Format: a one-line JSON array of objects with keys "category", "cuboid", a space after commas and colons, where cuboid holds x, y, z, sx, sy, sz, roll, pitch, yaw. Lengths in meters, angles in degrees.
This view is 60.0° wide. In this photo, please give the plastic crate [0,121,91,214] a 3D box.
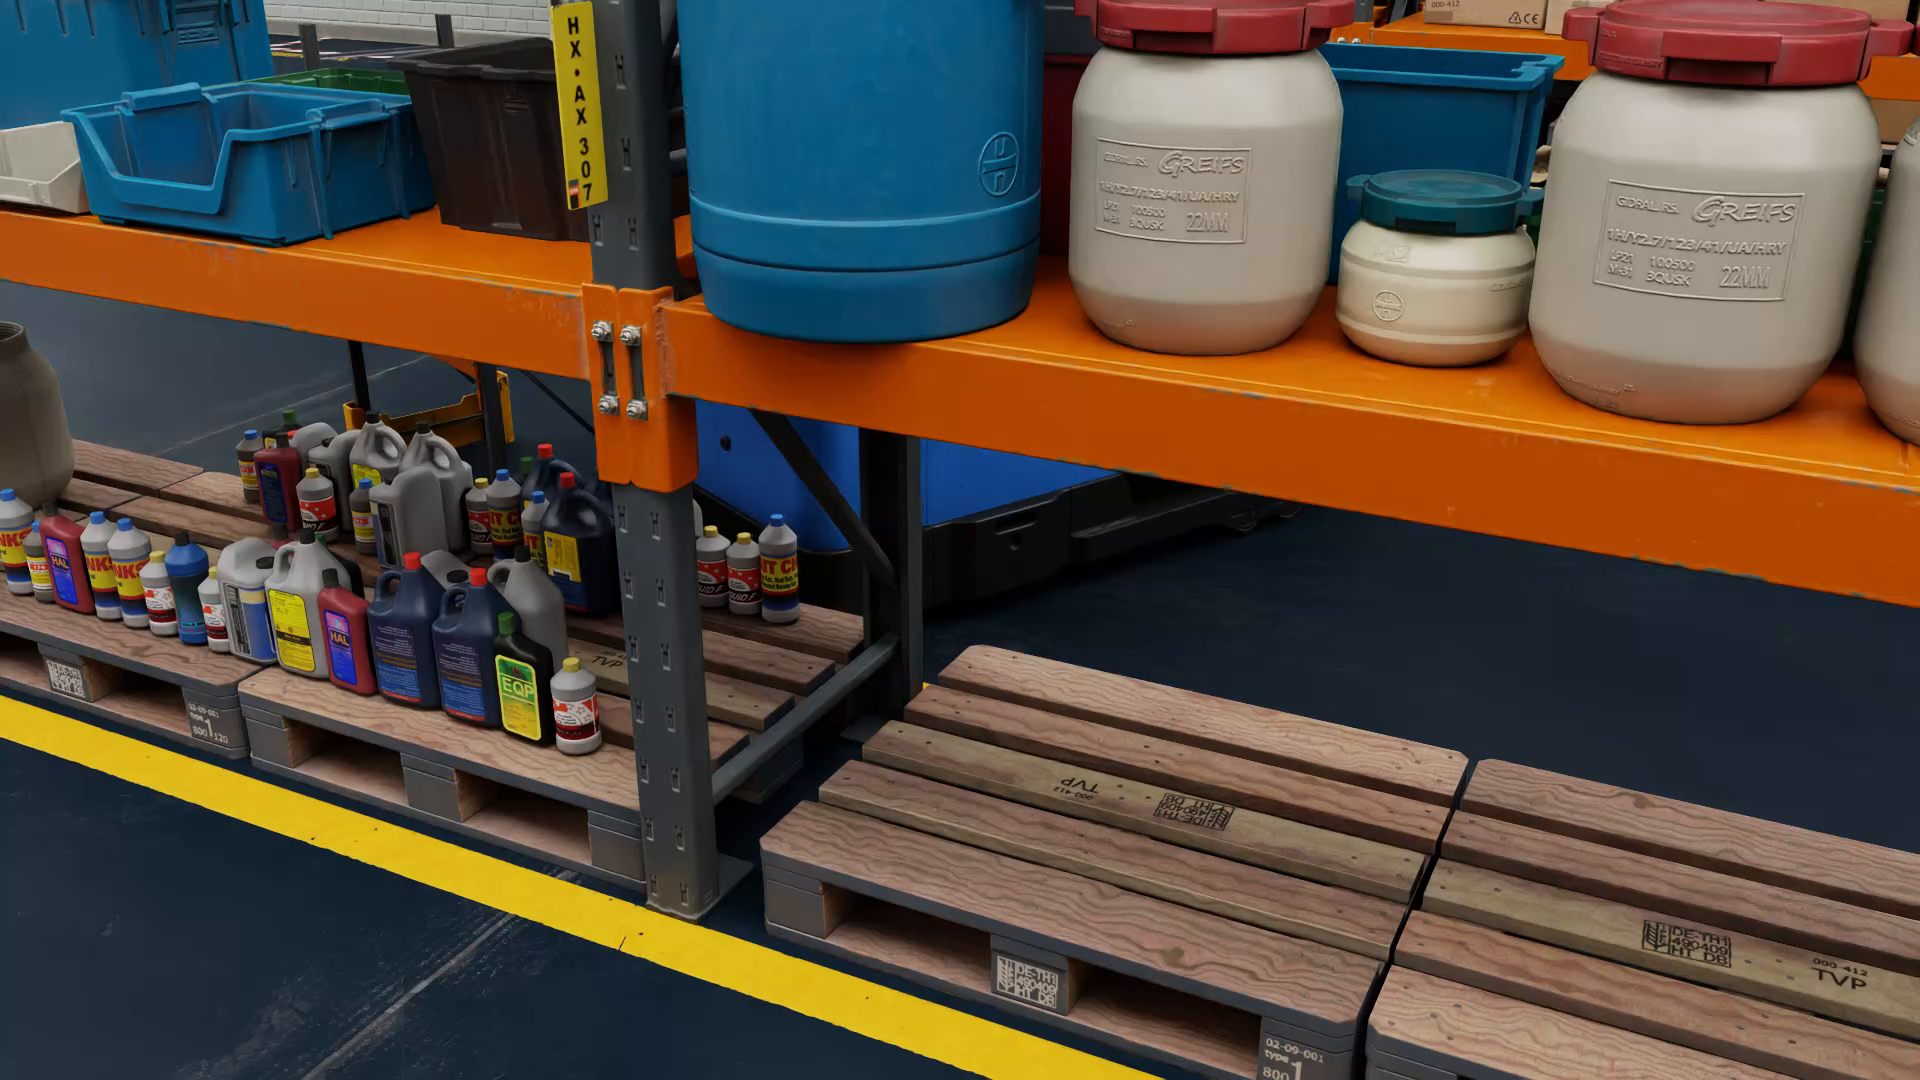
[{"category": "plastic crate", "cuboid": [-1.932, -0.855, 3.764, 0.437, 0.136, 0.530, 11, 25, 25]}]

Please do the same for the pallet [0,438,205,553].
[{"category": "pallet", "cuboid": [-3.127, -0.059, 5.118, 1.213, 0.211, 1.003, 11, 25, 25]}]

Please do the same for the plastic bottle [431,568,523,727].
[{"category": "plastic bottle", "cuboid": [-1.074, 0.226, 3.709, 0.185, 0.351, 0.144, 10, 25, 23]}]

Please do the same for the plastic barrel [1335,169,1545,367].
[{"category": "plastic barrel", "cuboid": [0.743, -0.427, 2.598, 0.301, 0.262, 0.301, 0, 23, 0]}]

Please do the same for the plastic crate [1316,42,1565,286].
[{"category": "plastic crate", "cuboid": [0.756, -0.684, 3.047, 0.575, 0.384, 0.392, 11, 25, 25]}]

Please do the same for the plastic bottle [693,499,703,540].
[{"category": "plastic bottle", "cuboid": [-0.756, 0.016, 4.297, 0.135, 0.276, 0.152, 12, 26, 26]}]

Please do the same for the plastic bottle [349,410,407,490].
[{"category": "plastic bottle", "cuboid": [-1.616, -0.190, 4.687, 0.185, 0.351, 0.144, 12, 26, 27]}]

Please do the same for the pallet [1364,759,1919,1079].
[{"category": "pallet", "cuboid": [1.442, 0.845, 2.992, 1.213, 0.211, 1.003, 11, 25, 25]}]

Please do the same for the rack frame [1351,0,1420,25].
[{"category": "rack frame", "cuboid": [1.869, -2.507, 7.313, 0.127, 3.000, 1.000, 11, 25, 25]}]

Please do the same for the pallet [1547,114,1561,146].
[{"category": "pallet", "cuboid": [4.797, -2.818, 11.606, 1.213, 0.211, 1.003, 11, 25, 25]}]

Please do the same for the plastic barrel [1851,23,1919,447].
[{"category": "plastic barrel", "cuboid": [1.427, -0.389, 2.158, 0.433, 0.535, 0.433, 0, 23, 0]}]

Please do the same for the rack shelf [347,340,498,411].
[{"category": "rack shelf", "cuboid": [-1.554, -0.681, 5.394, 0.538, 0.185, 1.000, -19, 29, -37]}]

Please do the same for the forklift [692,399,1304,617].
[{"category": "forklift", "cuboid": [0.529, -1.526, 5.093, 3.031, 2.935, 1.130, -16, 28, -33]}]

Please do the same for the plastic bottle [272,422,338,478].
[{"category": "plastic bottle", "cuboid": [-1.889, -0.208, 4.824, 0.135, 0.276, 0.152, 11, 26, 25]}]

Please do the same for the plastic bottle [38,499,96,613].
[{"category": "plastic bottle", "cuboid": [-2.267, 0.039, 4.235, 0.133, 0.283, 0.061, 12, 26, 25]}]

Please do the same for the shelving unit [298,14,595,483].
[{"category": "shelving unit", "cuboid": [-1.548, -0.844, 5.318, 0.587, 1.500, 1.083, -19, 29, -37]}]

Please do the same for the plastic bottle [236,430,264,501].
[{"category": "plastic bottle", "cuboid": [-2.102, -0.228, 4.966, 0.097, 0.201, 0.097, 0, 23, 0]}]

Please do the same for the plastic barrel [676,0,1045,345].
[{"category": "plastic barrel", "cuboid": [-0.161, -0.835, 2.739, 0.708, 0.901, 0.600, 11, 25, 25]}]

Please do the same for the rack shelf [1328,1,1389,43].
[{"category": "rack shelf", "cuboid": [0.084, -2.529, 8.284, 4.000, 0.370, 1.077, 11, 25, 25]}]

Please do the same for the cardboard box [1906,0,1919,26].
[{"category": "cardboard box", "cuboid": [3.934, -2.138, 6.316, 0.500, 0.500, 0.500, 10, 25, 22]}]

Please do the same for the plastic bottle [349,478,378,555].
[{"category": "plastic bottle", "cuboid": [-1.631, -0.071, 4.599, 0.097, 0.201, 0.097, 0, 23, 0]}]

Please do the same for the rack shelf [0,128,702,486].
[{"category": "rack shelf", "cuboid": [-2.154, -0.800, 4.218, 4.000, 0.370, 1.077, 11, 25, 25]}]

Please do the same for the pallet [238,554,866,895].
[{"category": "pallet", "cuboid": [-0.950, 0.372, 4.105, 1.213, 0.211, 1.003, 11, 25, 25]}]

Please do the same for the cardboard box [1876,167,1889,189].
[{"category": "cardboard box", "cuboid": [3.718, -1.453, 7.095, 0.500, 0.311, 0.500, 11, 25, 24]}]

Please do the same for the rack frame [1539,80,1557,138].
[{"category": "rack frame", "cuboid": [4.101, -4.238, 11.382, 0.127, 3.000, 1.000, 11, 25, 25]}]

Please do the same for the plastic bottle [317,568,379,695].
[{"category": "plastic bottle", "cuboid": [-1.409, 0.208, 3.836, 0.133, 0.283, 0.061, 13, 26, 28]}]

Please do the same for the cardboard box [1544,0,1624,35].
[{"category": "cardboard box", "cuboid": [2.568, -2.164, 6.826, 0.250, 0.149, 0.380, 11, 25, 25]}]

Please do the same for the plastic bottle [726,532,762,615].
[{"category": "plastic bottle", "cuboid": [-0.546, 0.080, 4.242, 0.097, 0.201, 0.097, 0, 23, 0]}]

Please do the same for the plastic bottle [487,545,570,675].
[{"category": "plastic bottle", "cuboid": [-1.009, 0.175, 3.828, 0.185, 0.351, 0.144, 11, 25, 25]}]

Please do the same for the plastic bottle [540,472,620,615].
[{"category": "plastic bottle", "cuboid": [-0.967, 0.002, 4.236, 0.185, 0.351, 0.144, 11, 25, 25]}]

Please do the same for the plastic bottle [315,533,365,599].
[{"category": "plastic bottle", "cuboid": [-1.510, 0.125, 4.031, 0.133, 0.283, 0.061, 11, 25, 25]}]

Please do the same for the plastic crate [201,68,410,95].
[{"category": "plastic crate", "cuboid": [-1.453, -1.019, 4.083, 0.662, 0.188, 0.450, 11, 25, 25]}]

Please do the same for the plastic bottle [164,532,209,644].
[{"category": "plastic bottle", "cuboid": [-1.885, 0.112, 4.078, 0.097, 0.271, 0.097, 0, 23, 0]}]

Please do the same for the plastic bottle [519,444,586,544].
[{"category": "plastic bottle", "cuboid": [-1.071, -0.082, 4.433, 0.185, 0.351, 0.144, 10, 25, 22]}]

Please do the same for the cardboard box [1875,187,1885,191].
[{"category": "cardboard box", "cuboid": [3.498, -1.262, 6.645, 0.500, 0.311, 0.500, 12, 26, 26]}]

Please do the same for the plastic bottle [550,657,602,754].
[{"category": "plastic bottle", "cuboid": [-0.833, 0.352, 3.603, 0.097, 0.201, 0.097, 0, 23, 0]}]

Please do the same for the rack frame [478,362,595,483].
[{"category": "rack frame", "cuboid": [-1.219, -0.697, 4.972, 0.500, 1.500, 0.032, -19, 29, -37]}]

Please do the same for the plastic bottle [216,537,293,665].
[{"category": "plastic bottle", "cuboid": [-1.676, 0.139, 4.009, 0.135, 0.276, 0.152, 12, 26, 25]}]

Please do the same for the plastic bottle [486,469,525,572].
[{"category": "plastic bottle", "cuboid": [-1.219, -0.059, 4.479, 0.097, 0.271, 0.097, 0, 23, 0]}]

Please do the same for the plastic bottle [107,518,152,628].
[{"category": "plastic bottle", "cuboid": [-2.066, 0.076, 4.162, 0.097, 0.271, 0.097, 0, 23, 0]}]

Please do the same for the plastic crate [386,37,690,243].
[{"category": "plastic crate", "cuboid": [-0.779, -0.886, 3.580, 0.504, 0.338, 0.767, 11, 25, 25]}]

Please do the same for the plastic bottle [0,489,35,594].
[{"category": "plastic bottle", "cuboid": [-2.461, -0.002, 4.346, 0.097, 0.271, 0.097, 0, 23, 0]}]

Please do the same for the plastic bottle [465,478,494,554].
[{"category": "plastic bottle", "cuboid": [-1.313, -0.072, 4.599, 0.097, 0.201, 0.097, 0, 23, 0]}]
